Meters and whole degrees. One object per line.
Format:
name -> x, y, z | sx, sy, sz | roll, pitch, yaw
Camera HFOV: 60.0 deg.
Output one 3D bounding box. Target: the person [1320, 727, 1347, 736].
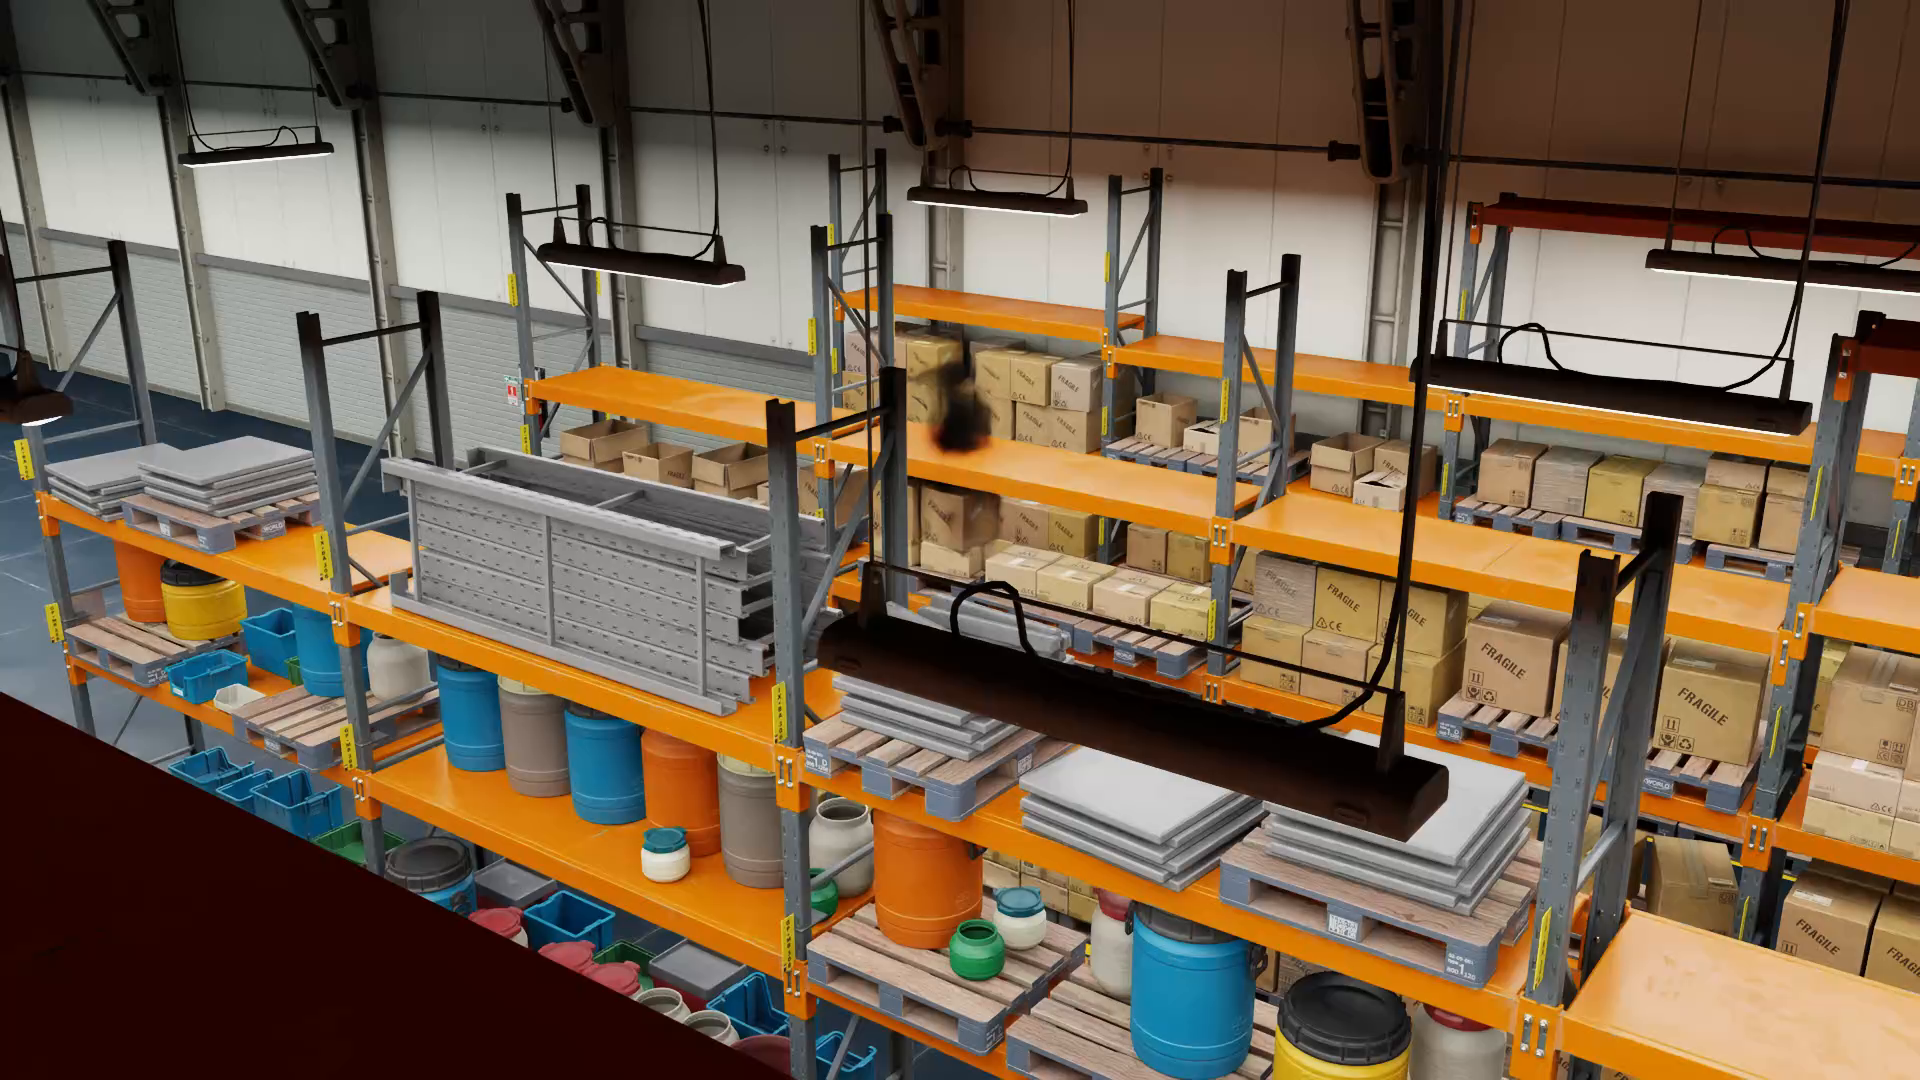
person -> 3.713, 2.005, 16.502 | 0.818, 1.713, 0.518 | 11, 21, 29
